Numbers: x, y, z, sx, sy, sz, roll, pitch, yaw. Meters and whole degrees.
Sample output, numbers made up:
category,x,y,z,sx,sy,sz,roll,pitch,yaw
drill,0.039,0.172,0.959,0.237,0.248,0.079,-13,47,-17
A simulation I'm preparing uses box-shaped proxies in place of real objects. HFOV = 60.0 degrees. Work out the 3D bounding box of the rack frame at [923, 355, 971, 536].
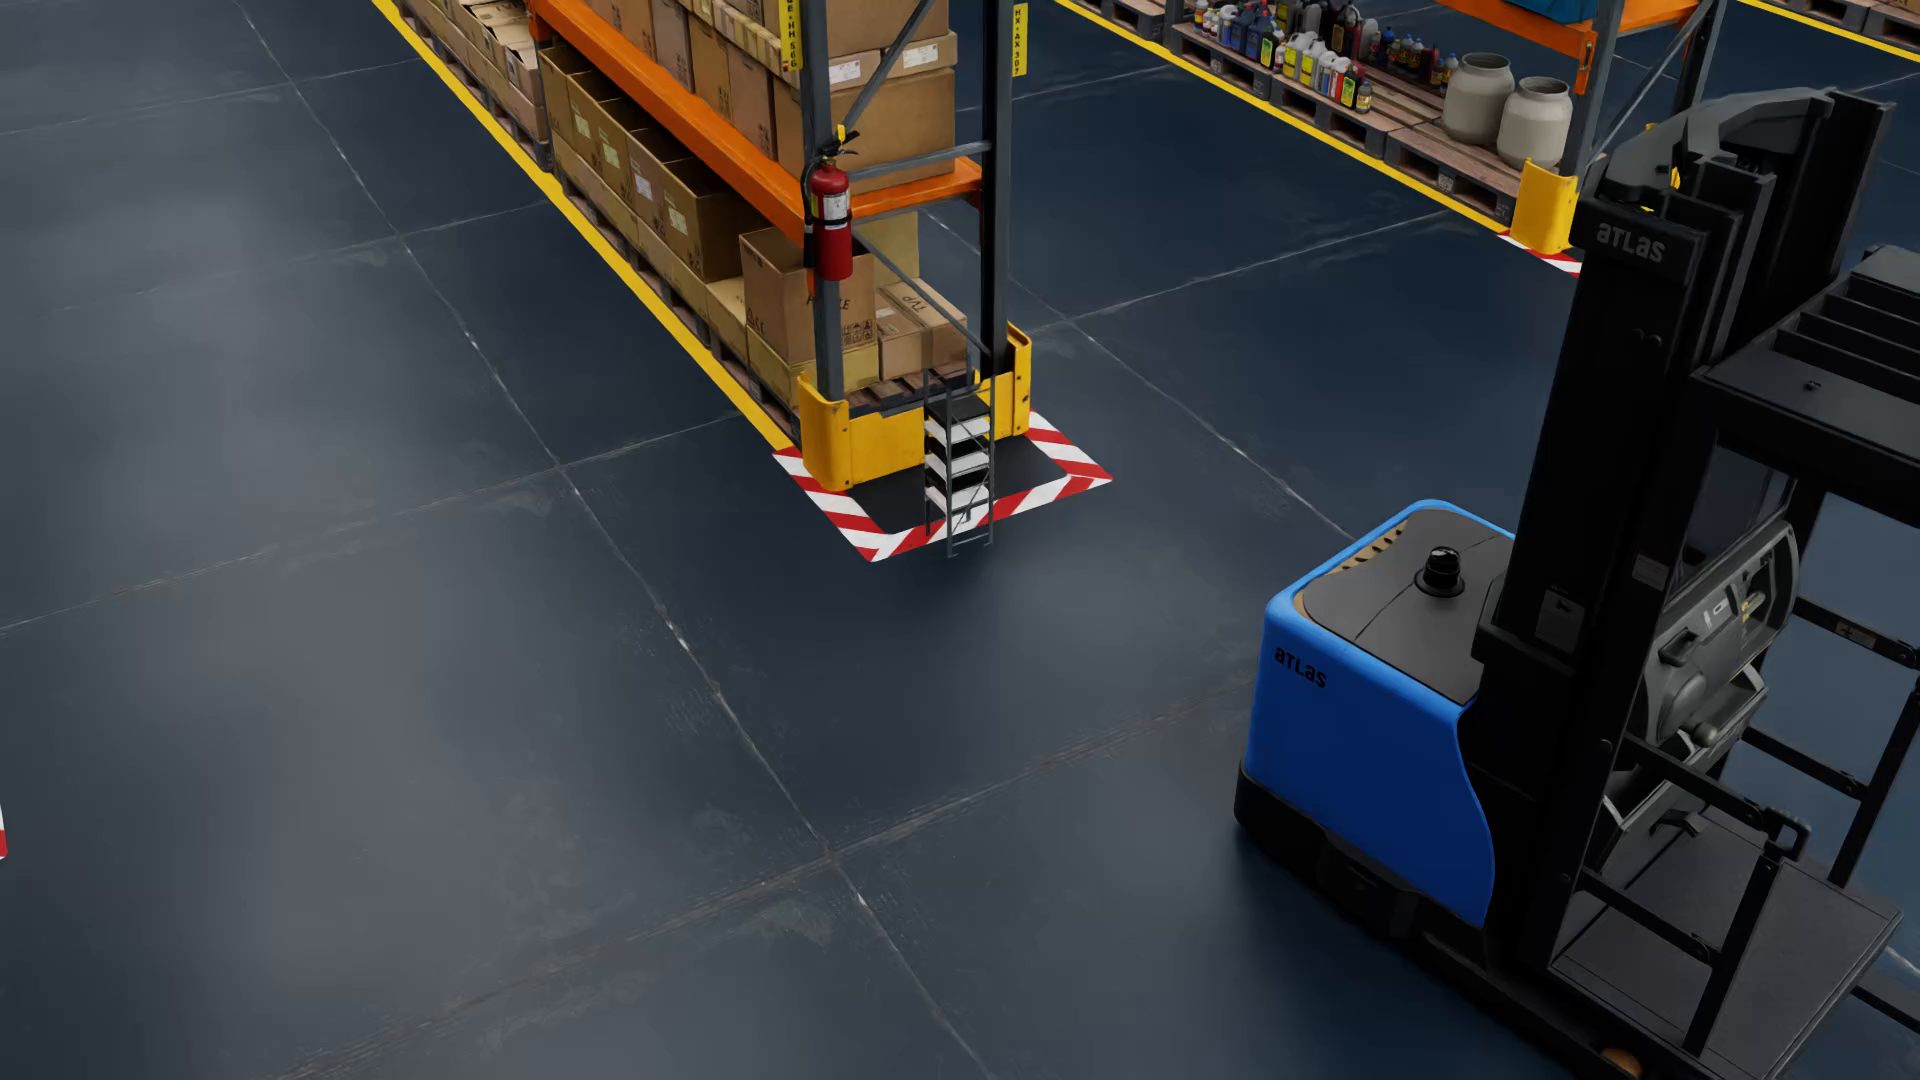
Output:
category,x,y,z,sx,sy,sz,roll,pitch,yaw
rack frame,-0.055,-0.419,7.561,0.240,0.900,0.006,-19,40,-24

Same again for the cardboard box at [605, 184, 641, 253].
category,x,y,z,sx,sy,sz,roll,pitch,yaw
cardboard box,-1.770,-1.963,9.870,0.500,0.250,0.500,-19,40,-24

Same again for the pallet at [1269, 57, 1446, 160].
category,x,y,z,sx,sy,sz,roll,pitch,yaw
pallet,2.969,-3.105,11.823,1.003,0.211,1.213,-19,40,-24

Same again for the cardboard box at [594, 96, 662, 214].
category,x,y,z,sx,sy,sz,roll,pitch,yaw
cardboard box,-1.769,-2.266,9.649,0.500,0.500,0.500,-19,40,-24

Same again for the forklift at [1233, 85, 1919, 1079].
category,x,y,z,sx,sy,sz,roll,pitch,yaw
forklift,2.396,0.338,4.802,1.130,2.935,3.031,-29,45,-33

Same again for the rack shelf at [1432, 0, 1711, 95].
category,x,y,z,sx,sy,sz,roll,pitch,yaw
rack shelf,3.055,-3.899,11.155,1.077,0.370,4.000,-19,40,-24

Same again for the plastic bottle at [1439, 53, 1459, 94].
category,x,y,z,sx,sy,sz,roll,pitch,yaw
plastic bottle,3.419,-3.262,11.614,0.097,0.271,0.097,0,36,0

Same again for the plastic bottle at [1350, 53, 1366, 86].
category,x,y,z,sx,sy,sz,roll,pitch,yaw
plastic bottle,2.747,-3.225,11.553,0.061,0.283,0.133,-19,40,-24

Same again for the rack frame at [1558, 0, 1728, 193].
category,x,y,z,sx,sy,sz,roll,pitch,yaw
rack frame,4.060,-3.169,9.546,1.000,3.000,0.127,-19,40,-24

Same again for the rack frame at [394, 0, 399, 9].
category,x,y,z,sx,sy,sz,roll,pitch,yaw
rack frame,-4.244,-5.783,13.125,1.000,3.000,0.127,-19,40,-24

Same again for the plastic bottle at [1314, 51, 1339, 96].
category,x,y,z,sx,sy,sz,roll,pitch,yaw
plastic bottle,2.586,-3.261,11.608,0.152,0.276,0.135,-20,41,-25

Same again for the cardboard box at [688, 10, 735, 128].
category,x,y,z,sx,sy,sz,roll,pitch,yaw
cardboard box,-0.960,-2.507,8.555,0.700,0.500,0.500,-19,40,-24

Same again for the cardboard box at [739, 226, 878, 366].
category,x,y,z,sx,sy,sz,roll,pitch,yaw
cardboard box,-0.751,-1.251,8.259,0.500,0.500,0.500,-19,40,-24

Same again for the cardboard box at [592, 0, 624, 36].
category,x,y,z,sx,sy,sz,roll,pitch,yaw
cardboard box,-1.735,-3.292,9.630,0.700,0.500,0.500,-19,40,-24

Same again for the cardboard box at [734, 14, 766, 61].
category,x,y,z,sx,sy,sz,roll,pitch,yaw
cardboard box,-0.843,-2.408,7.869,0.380,0.149,0.250,-20,40,-25

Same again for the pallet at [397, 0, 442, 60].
category,x,y,z,sx,sy,sz,roll,pitch,yaw
pallet,-3.864,-4.226,13.357,1.003,0.211,1.213,-19,40,-24

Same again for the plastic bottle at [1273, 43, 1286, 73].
category,x,y,z,sx,sy,sz,roll,pitch,yaw
plastic bottle,2.314,-3.475,11.964,0.097,0.201,0.097,0,36,0

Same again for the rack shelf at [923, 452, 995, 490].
category,x,y,z,sx,sy,sz,roll,pitch,yaw
rack shelf,-0.004,-0.341,7.510,0.258,0.077,0.200,-19,40,-24

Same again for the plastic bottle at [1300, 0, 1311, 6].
category,x,y,z,sx,sy,sz,roll,pitch,yaw
plastic bottle,2.623,-4.074,12.658,0.144,0.351,0.185,-20,41,-25

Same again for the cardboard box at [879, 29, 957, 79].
category,x,y,z,sx,sy,sz,roll,pitch,yaw
cardboard box,-0.235,-2.270,7.680,0.380,0.149,0.250,-19,40,-24

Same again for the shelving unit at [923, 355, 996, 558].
category,x,y,z,sx,sy,sz,roll,pitch,yaw
shelving unit,-0.004,-0.367,7.490,0.258,0.900,0.210,-19,40,-24

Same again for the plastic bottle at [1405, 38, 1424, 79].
category,x,y,z,sx,sy,sz,roll,pitch,yaw
plastic bottle,3.247,-3.437,11.853,0.097,0.271,0.097,0,36,0

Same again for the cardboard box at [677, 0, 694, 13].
category,x,y,z,sx,sy,sz,roll,pitch,yaw
cardboard box,-1.233,-2.804,8.411,0.380,0.149,0.250,-18,40,-23

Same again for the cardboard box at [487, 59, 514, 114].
category,x,y,z,sx,sy,sz,roll,pitch,yaw
cardboard box,-2.946,-3.187,11.545,0.500,0.250,0.500,-20,40,-25

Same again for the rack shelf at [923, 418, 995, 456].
category,x,y,z,sx,sy,sz,roll,pitch,yaw
rack shelf,-0.004,-0.486,7.404,0.258,0.077,0.200,-19,40,-24

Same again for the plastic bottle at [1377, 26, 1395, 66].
category,x,y,z,sx,sy,sz,roll,pitch,yaw
plastic bottle,3.094,-3.591,12.064,0.097,0.271,0.097,0,36,0

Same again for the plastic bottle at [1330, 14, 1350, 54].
category,x,y,z,sx,sy,sz,roll,pitch,yaw
plastic bottle,2.806,-3.741,12.259,0.061,0.283,0.133,-19,40,-24

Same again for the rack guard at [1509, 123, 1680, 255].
category,x,y,z,sx,sy,sz,roll,pitch,yaw
rack guard,3.981,-2.185,10.317,1.175,0.500,0.348,-19,40,-24

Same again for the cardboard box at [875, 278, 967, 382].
category,x,y,z,sx,sy,sz,roll,pitch,yaw
cardboard box,-0.302,-1.102,8.691,0.500,0.250,0.500,-19,40,-24

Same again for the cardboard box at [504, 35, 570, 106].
category,x,y,z,sx,sy,sz,roll,pitch,yaw
cardboard box,-2.686,-3.151,11.020,0.500,0.311,0.500,-19,40,-24

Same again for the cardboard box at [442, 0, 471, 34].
category,x,y,z,sx,sy,sz,roll,pitch,yaw
cardboard box,-3.450,-3.927,12.083,0.500,0.311,0.500,-19,40,-24

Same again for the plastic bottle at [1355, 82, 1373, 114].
category,x,y,z,sx,sy,sz,roll,pitch,yaw
plastic bottle,2.758,-3.024,11.346,0.097,0.201,0.097,0,36,0

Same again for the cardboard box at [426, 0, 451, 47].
category,x,y,z,sx,sy,sz,roll,pitch,yaw
cardboard box,-3.715,-3.969,12.616,0.500,0.250,0.500,-20,41,-25

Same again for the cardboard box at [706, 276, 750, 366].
category,x,y,z,sx,sy,sz,roll,pitch,yaw
cardboard box,-1.011,-1.200,8.825,0.500,0.250,0.500,-19,40,-24

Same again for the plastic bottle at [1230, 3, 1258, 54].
category,x,y,z,sx,sy,sz,roll,pitch,yaw
plastic bottle,2.097,-3.783,12.259,0.144,0.351,0.185,-18,40,-23

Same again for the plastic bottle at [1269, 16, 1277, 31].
category,x,y,z,sx,sy,sz,roll,pitch,yaw
plastic bottle,2.275,-3.712,12.230,0.097,0.271,0.097,0,36,0

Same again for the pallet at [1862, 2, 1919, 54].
category,x,y,z,sx,sy,sz,roll,pitch,yaw
pallet,7.927,-3.975,13.013,1.003,0.211,1.213,-19,40,-24

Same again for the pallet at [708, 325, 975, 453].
category,x,y,z,sx,sy,sz,roll,pitch,yaw
pallet,-0.645,-0.955,8.879,1.003,0.211,1.213,-19,40,-24

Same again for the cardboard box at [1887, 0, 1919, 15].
category,x,y,z,sx,sy,sz,roll,pitch,yaw
cardboard box,7.713,-4.415,13.015,0.500,0.500,0.500,-9,37,-12

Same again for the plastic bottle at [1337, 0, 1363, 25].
category,x,y,z,sx,sy,sz,roll,pitch,yaw
plastic bottle,2.882,-3.812,12.298,0.144,0.351,0.185,-19,40,-24

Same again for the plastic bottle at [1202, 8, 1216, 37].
category,x,y,z,sx,sy,sz,roll,pitch,yaw
plastic bottle,1.883,-3.913,12.563,0.097,0.201,0.097,0,36,0

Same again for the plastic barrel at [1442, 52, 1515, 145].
category,x,y,z,sx,sy,sz,roll,pitch,yaw
plastic barrel,3.412,-2.903,10.935,0.421,0.512,0.421,0,36,0
